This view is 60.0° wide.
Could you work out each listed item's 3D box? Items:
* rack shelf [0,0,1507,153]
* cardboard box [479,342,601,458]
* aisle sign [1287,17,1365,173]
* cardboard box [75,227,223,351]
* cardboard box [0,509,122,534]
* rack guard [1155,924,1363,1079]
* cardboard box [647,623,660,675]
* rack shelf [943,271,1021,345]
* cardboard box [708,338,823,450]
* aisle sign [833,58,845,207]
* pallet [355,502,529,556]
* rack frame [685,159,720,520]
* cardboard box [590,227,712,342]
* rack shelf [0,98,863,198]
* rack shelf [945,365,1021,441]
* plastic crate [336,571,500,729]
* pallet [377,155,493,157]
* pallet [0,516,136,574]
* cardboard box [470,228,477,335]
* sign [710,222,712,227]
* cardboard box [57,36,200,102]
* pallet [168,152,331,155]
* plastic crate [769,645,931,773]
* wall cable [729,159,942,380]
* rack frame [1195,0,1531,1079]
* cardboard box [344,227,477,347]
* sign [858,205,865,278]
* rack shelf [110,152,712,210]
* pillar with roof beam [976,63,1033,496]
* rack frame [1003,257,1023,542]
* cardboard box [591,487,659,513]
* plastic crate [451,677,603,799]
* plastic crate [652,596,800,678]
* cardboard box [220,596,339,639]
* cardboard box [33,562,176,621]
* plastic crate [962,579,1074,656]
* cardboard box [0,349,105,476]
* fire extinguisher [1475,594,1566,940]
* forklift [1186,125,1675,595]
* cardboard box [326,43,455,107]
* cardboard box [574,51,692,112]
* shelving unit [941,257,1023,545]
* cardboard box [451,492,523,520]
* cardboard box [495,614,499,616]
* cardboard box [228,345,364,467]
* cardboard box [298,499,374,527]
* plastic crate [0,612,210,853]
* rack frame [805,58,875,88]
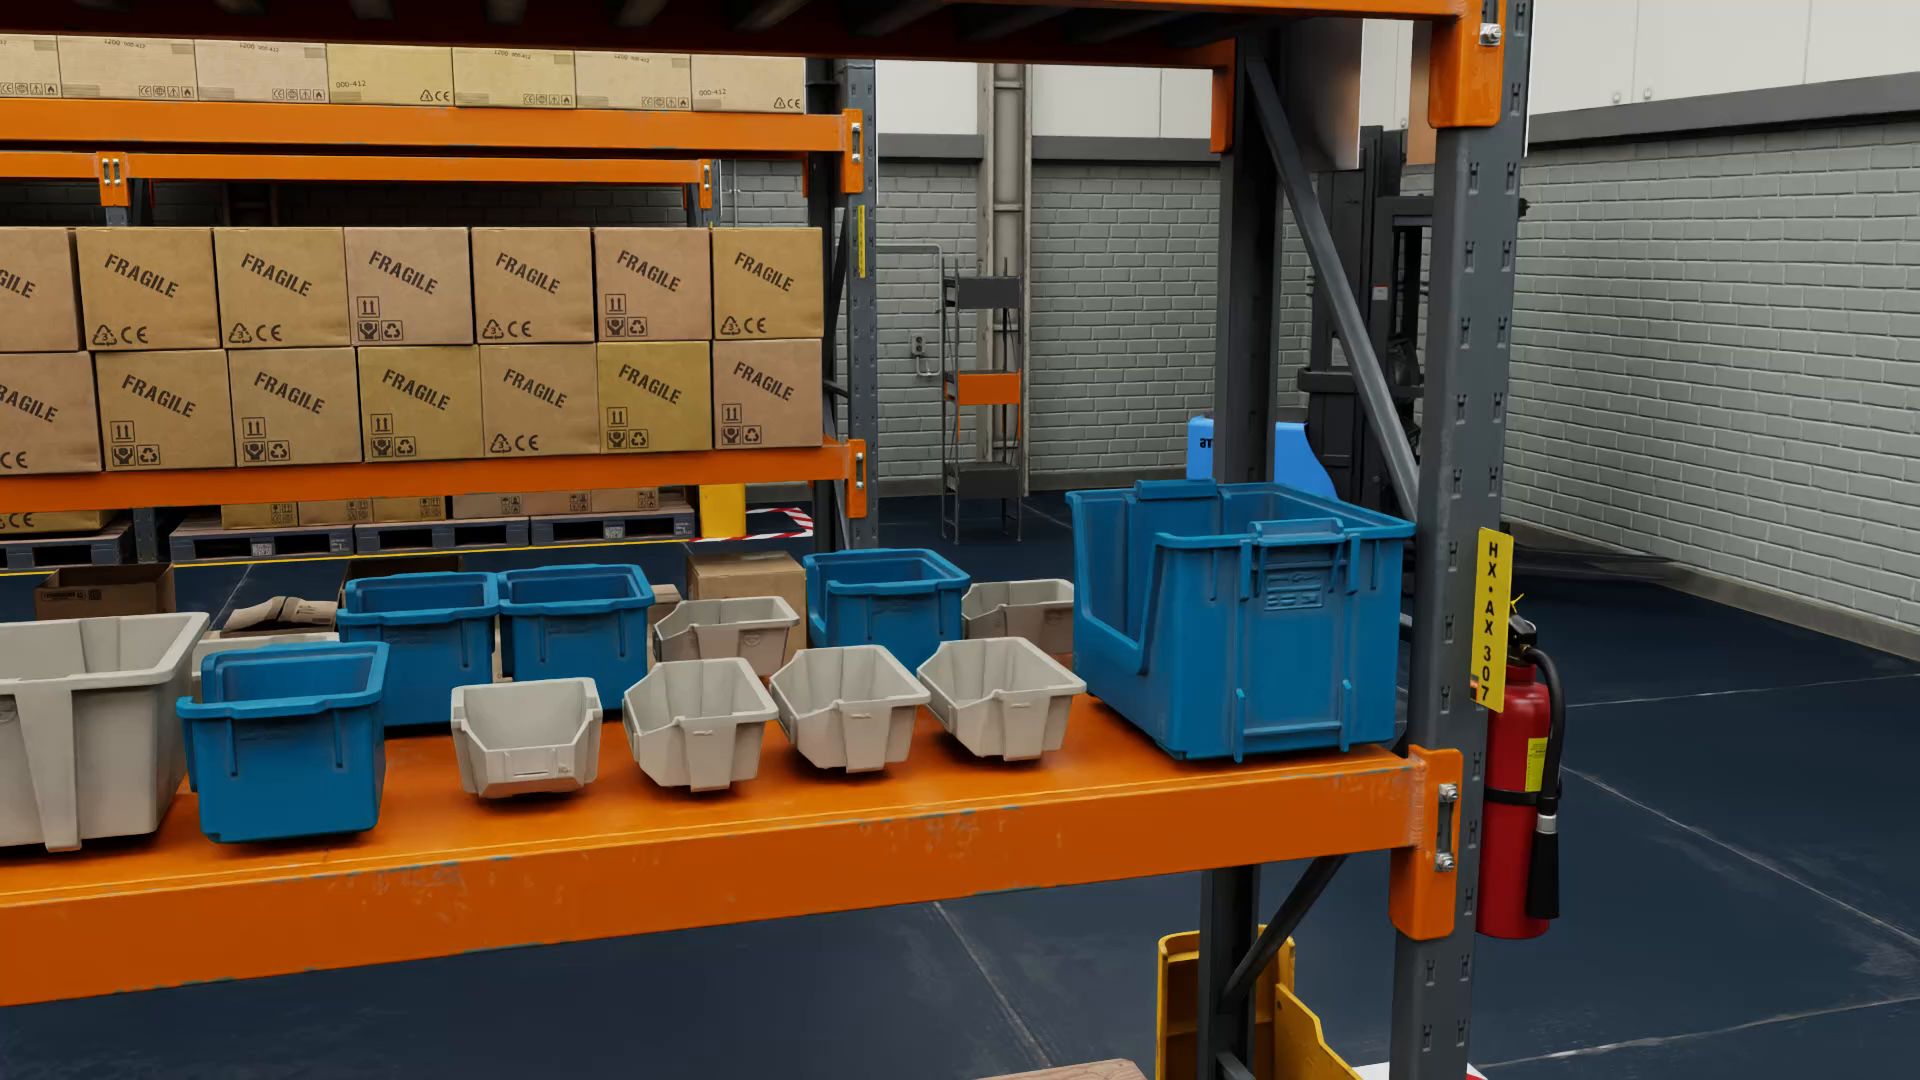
[{"bbox_3d":[-1.123,-0.890,2.799,4.000,0.370,1.077,-3,11,-16],"label":"rack shelf"},{"bbox_3d":[-1.916,-0.659,7.566,0.500,0.500,0.500,-3,11,-15],"label":"cardboard box"},{"bbox_3d":[0.783,-1.204,3.620,0.004,0.787,0.394,-3,11,-16],"label":"aisle sign"},{"bbox_3d":[-3.398,-1.071,7.041,0.500,0.500,0.500,-3,11,-18],"label":"cardboard box"},{"bbox_3d":[-6.400,-0.484,11.666,0.750,0.750,0.750,-3,11,-15],"label":"cardboard box"},{"bbox_3d":[0.816,1.356,3.800,0.348,0.500,1.175,-3,11,-16],"label":"rack guard"},{"bbox_3d":[-1.451,0.521,8.042,0.250,0.166,0.380,-3,11,-16],"label":"cardboard box"},{"bbox_3d":[0.159,-1.716,12.278,0.480,0.518,0.431,-3,11,-16],"label":"rack shelf"},{"bbox_3d":[-0.938,-0.710,7.844,0.500,0.500,0.500,-3,11,-14],"label":"cardboard box"},{"bbox_3d":[-0.600,-2.064,8.294,0.004,0.787,0.394,-3,11,-16],"label":"aisle sign"},{"bbox_3d":[-3.887,-0.106,12.537,1.213,0.211,1.003,-3,11,-16],"label":"pallet"},{"bbox_3d":[-1.972,-1.592,12.910,0.127,3.000,1.000,-3,11,-16],"label":"rack frame"},{"bbox_3d":[-1.419,-1.176,7.612,0.500,0.500,0.500,-3,11,-14],"label":"cardboard box"},{"bbox_3d":[-2.504,-1.751,7.477,4.000,0.370,1.077,-3,11,-16],"label":"rack shelf"},{"bbox_3d":[0.159,-1.028,12.404,0.480,0.518,0.431,-3,11,-16],"label":"rack shelf"},{"bbox_3d":[-1.084,0.220,3.364,0.300,0.233,0.416,-3,11,-16],"label":"plastic crate"},{"bbox_3d":[-3.855,-2.922,12.094,1.213,0.211,1.003,-3,11,-16],"label":"pallet"},{"bbox_3d":[-6.532,0.034,11.780,1.213,0.211,1.003,-3,11,-16],"label":"pallet"},{"bbox_3d":[-2.553,-1.217,7.837,0.500,0.500,0.500,-3,11,-16],"label":"cardboard box"},{"bbox_3d":[-1.834,-2.183,12.268,0.005,0.325,0.100,-3,11,-16],"label":"sign"},{"bbox_3d":[-3.407,-1.936,6.910,0.500,0.250,0.500,-3,11,-16],"label":"cardboard box"},{"bbox_3d":[-5.024,-2.861,11.762,1.213,0.211,1.003,-3,11,-16],"label":"pallet"},{"bbox_3d":[-0.218,0.315,3.113,0.243,0.136,0.396,-3,11,-16],"label":"plastic crate"},{"bbox_3d":[-1.007,-2.321,14.063,1.851,1.984,0.084,-3,11,-16],"label":"wall cable"},{"bbox_3d":[0.798,0.131,3.552,0.053,2.616,0.949,-3,11,-16],"label":"rack frame"},{"bbox_3d":[-2.409,-1.123,7.324,0.500,0.500,0.500,-3,11,-14],"label":"cardboard box"},{"bbox_3d":[-0.448,-1.359,7.571,0.005,0.325,0.100,-3,11,-16],"label":"sign"},{"bbox_3d":[-3.892,-2.612,12.154,4.000,0.370,1.077,-3,11,-16],"label":"rack shelf"},{"bbox_3d":[1.582,-4.081,9.861,0.400,9.000,9.100,-3,11,-16],"label":"pillar with roof beam"},{"bbox_3d":[0.393,-1.053,12.469,0.015,2.100,0.400,-3,11,-16],"label":"rack frame"},{"bbox_3d":[-2.616,-0.517,12.812,0.500,0.500,0.700,-3,11,-16],"label":"cardboard box"},{"bbox_3d":[-0.757,0.352,2.914,0.250,0.136,0.298,-3,11,-16],"label":"plastic crate"},{"bbox_3d":[-0.514,0.222,3.620,0.298,0.136,0.250,-3,11,-16],"label":"plastic crate"},{"bbox_3d":[-3.237,0.461,7.968,0.500,0.311,0.500,-3,11,-16],"label":"cardboard box"},{"bbox_3d":[-3.957,0.406,7.745,0.500,0.500,0.500,-3,11,-16],"label":"cardboard box"},{"bbox_3d":[0.137,0.187,3.807,0.298,0.136,0.250,-3,11,-16],"label":"plastic crate"},{"bbox_3d":[-3.859,-0.556,7.008,0.500,0.500,0.500,-3,11,-14],"label":"cardboard box"},{"bbox_3d":[1.069,0.423,3.208,0.183,0.674,0.296,-3,11,-16],"label":"fire extinguisher"},{"bbox_3d":[3.057,-1.156,10.733,3.031,2.935,1.130,5,11,24],"label":"forklift"},{"bbox_3d":[-2.448,-1.987,7.186,0.500,0.250,0.500,-3,11,-16],"label":"cardboard box"},{"bbox_3d":[-1.487,-2.037,7.458,0.500,0.250,0.500,-3,11,-16],"label":"cardboard box"},{"bbox_3d":[0.159,-1.041,12.402,0.503,2.100,0.431,-3,11,-16],"label":"shelving unit"},{"bbox_3d":[-3.579,-0.466,12.535,0.500,0.500,0.700,-3,11,-18],"label":"cardboard box"},{"bbox_3d":[-2.145,0.434,8.286,0.500,0.250,0.500,-3,11,-16],"label":"cardboard box"},{"bbox_3d":[-2.887,-0.608,7.287,0.500,0.500,0.500,-3,11,-16],"label":"cardboard box"},{"bbox_3d":[-4.583,-0.412,12.243,0.500,0.500,0.700,-3,11,-17],"label":"cardboard box"},{"bbox_3d":[-1.526,0.316,2.707,0.530,0.282,0.437,-3,11,-16],"label":"plastic crate"},{"bbox_3d":[-0.584,-3.682,7.690,0.127,3.000,1.000,-3,11,-16],"label":"rack frame"}]
